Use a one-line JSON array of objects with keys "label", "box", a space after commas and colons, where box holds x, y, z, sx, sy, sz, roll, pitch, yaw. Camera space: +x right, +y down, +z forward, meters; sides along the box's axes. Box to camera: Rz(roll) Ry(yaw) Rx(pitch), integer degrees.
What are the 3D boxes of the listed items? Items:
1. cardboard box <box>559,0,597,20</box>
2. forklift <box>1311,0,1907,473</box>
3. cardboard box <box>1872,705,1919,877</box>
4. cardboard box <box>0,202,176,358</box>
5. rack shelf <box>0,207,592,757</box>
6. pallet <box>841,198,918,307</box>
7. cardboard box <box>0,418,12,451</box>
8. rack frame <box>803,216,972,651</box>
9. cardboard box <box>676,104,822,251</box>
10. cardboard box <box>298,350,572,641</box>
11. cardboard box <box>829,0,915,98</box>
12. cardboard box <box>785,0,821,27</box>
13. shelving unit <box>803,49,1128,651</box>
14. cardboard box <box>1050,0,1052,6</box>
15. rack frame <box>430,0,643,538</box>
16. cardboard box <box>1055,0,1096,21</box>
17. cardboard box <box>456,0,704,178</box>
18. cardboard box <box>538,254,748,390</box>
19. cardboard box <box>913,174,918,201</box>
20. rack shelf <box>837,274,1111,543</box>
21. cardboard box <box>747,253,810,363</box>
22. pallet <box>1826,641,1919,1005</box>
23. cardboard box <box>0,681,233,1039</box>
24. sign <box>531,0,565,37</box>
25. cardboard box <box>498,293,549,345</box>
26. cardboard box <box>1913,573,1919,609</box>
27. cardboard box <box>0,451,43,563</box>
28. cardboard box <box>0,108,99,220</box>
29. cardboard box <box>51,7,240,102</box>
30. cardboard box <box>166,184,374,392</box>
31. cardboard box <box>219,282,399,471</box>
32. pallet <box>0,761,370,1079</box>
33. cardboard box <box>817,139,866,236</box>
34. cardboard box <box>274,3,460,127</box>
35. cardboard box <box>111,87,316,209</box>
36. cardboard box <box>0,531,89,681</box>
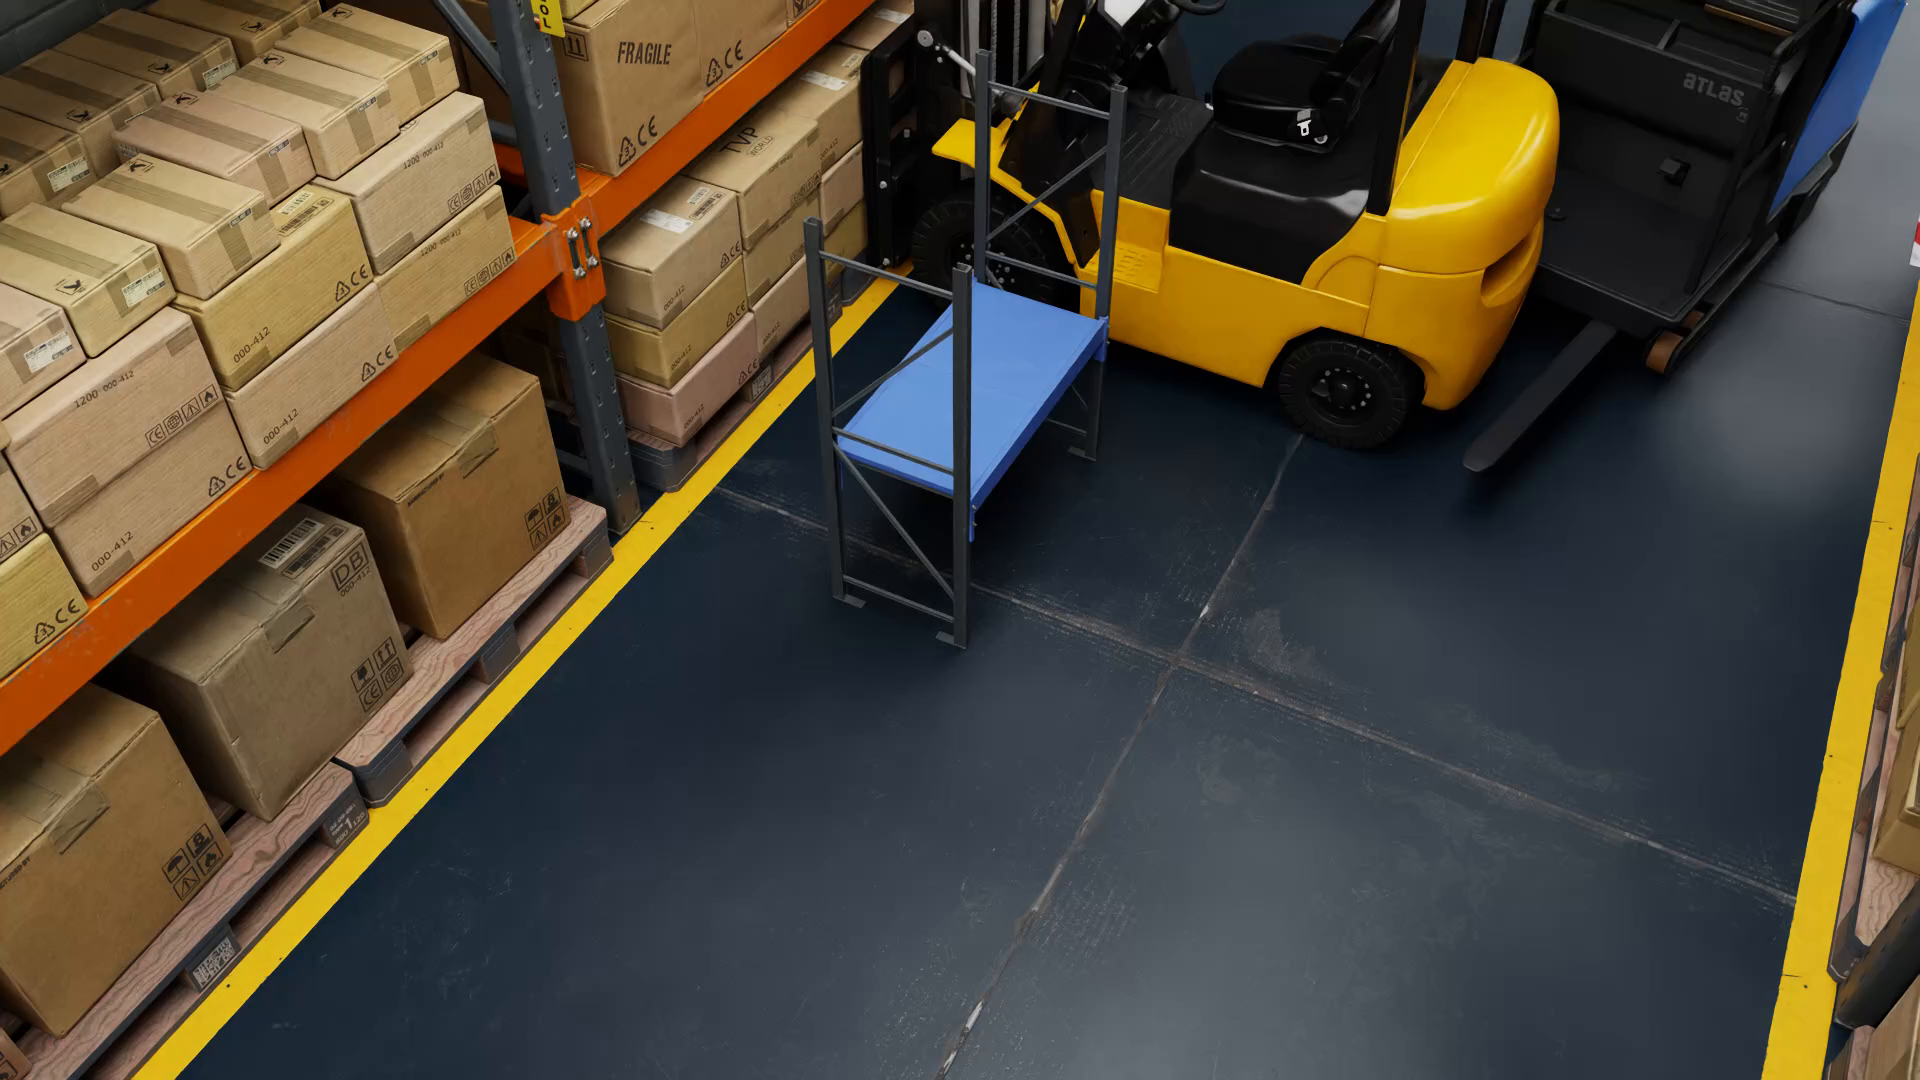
[{"label": "cardboard box", "box": [-1.203, -1.643, 4.738, 0.380, 0.149, 0.250, 20, 49, 18]}, {"label": "forklift", "box": [2.499, -2.072, 5.737, 1.130, 2.935, 3.031, 32, 53, 27]}, {"label": "cardboard box", "box": [2.851, 0.729, 4.559, 0.500, 0.250, 0.500, 23, 50, 21]}, {"label": "cardboard box", "box": [-1.991, -0.581, 3.689, 0.380, 0.149, 0.250, 19, 48, 18]}, {"label": "rack shelf", "box": [-2.512, 0.247, 3.903, 1.077, 0.370, 4.000, 20, 49, 19]}, {"label": "pallet", "box": [-0.612, -1.544, 7.128, 1.003, 0.211, 1.213, 20, 49, 19]}, {"label": "cardboard box", "box": [-2.167, -0.233, 3.345, 0.380, 0.149, 0.250, 19, 48, 18]}, {"label": "rack frame", "box": [-0.196, -0.261, 4.953, 0.500, 1.500, 0.032, 20, 49, 19]}, {"label": "cardboard box", "box": [-0.835, -1.318, 5.879, 0.500, 0.250, 0.500, 21, 49, 19]}, {"label": "cardboard box", "box": [-1.816, -0.246, 5.259, 0.875, 0.625, 0.625, 23, 50, 21]}, {"label": "cardboard box", "box": [-0.363, -1.963, 6.517, 0.500, 0.250, 0.500, 20, 49, 18]}, {"label": "cardboard box", "box": [-0.685, -2.147, 5.693, 0.500, 0.500, 0.500, 20, 49, 19]}, {"label": "shelving unit", "box": [0.040, -0.581, 5.270, 0.538, 1.500, 1.048, 20, 49, 19]}, {"label": "cardboard box", "box": [0.082, -2.420, 7.319, 0.500, 0.250, 0.500, 20, 49, 19]}, {"label": "rack frame", "box": [-1.584, -1.266, 4.892, 1.000, 3.000, 0.127, 20, 49, 19]}, {"label": "cardboard box", "box": [0.335, -2.566, 7.815, 0.500, 0.250, 0.500, 21, 49, 19]}, {"label": "cardboard box", "box": [-1.146, -1.494, 5.047, 0.500, 0.500, 0.500, 19, 48, 18]}, {"label": "cardboard box", "box": [-1.086, -0.825, 5.743, 0.500, 0.250, 0.500, 20, 49, 19]}, {"label": "cardboard box", "box": [-0.366, -1.609, 6.870, 0.500, 0.250, 0.500, 22, 49, 20]}, {"label": "rack shelf", "box": [0.040, -0.455, 5.398, 0.538, 0.185, 1.000, 20, 49, 19]}, {"label": "cardboard box", "box": [-0.844, -0.967, 6.235, 0.500, 0.250, 0.500, 19, 48, 18]}, {"label": "pallet", "box": [3.095, 0.916, 4.696, 1.003, 0.211, 1.213, 20, 49, 19]}, {"label": "cardboard box", "box": [-2.530, 0.714, 4.309, 0.875, 0.625, 0.625, 19, 48, 17]}, {"label": "sign", "box": [-1.098, -1.472, 4.337, 0.100, 0.325, 0.005, 20, 49, 19]}, {"label": "cardboard box", "box": [-1.539, -0.997, 5.913, 0.500, 0.250, 0.500, 19, 48, 18]}, {"label": "cardboard box", "box": [3.330, 0.071, 5.209, 0.500, 0.250, 0.500, 21, 49, 20]}, {"label": "cardboard box", "box": [-2.311, -0.037, 3.431, 0.500, 0.250, 0.500, 21, 49, 20]}, {"label": "cardboard box", "box": [-2.325, -0.902, 4.006, 0.380, 0.149, 0.250, 20, 49, 19]}, {"label": "cardboard box", "box": [-2.108, -1.227, 4.327, 0.380, 0.149, 0.250, 19, 48, 18]}, {"label": "cardboard box", "box": [-1.817, -0.668, 4.056, 0.500, 0.250, 0.500, 19, 48, 18]}, {"label": "cardboard box", "box": [-1.814, -0.491, 4.231, 0.500, 0.250, 0.500, 20, 49, 19]}, {"label": "pallet", "box": [-2.456, 0.963, 4.650, 1.003, 0.211, 1.213, 20, 49, 19]}, {"label": "cardboard box", "box": [-0.610, -1.456, 6.367, 0.500, 0.250, 0.500, 20, 49, 19]}, {"label": "cardboard box", "box": [-1.545, -1.240, 4.341, 0.380, 0.149, 0.250, 22, 49, 20]}, {"label": "cardboard box", "box": [-1.809, -0.935, 4.039, 0.380, 0.149, 0.250, 20, 49, 19]}, {"label": "cardboard box", "box": [-2.305, 0.140, 3.608, 0.500, 0.250, 0.500, 22, 49, 20]}]
